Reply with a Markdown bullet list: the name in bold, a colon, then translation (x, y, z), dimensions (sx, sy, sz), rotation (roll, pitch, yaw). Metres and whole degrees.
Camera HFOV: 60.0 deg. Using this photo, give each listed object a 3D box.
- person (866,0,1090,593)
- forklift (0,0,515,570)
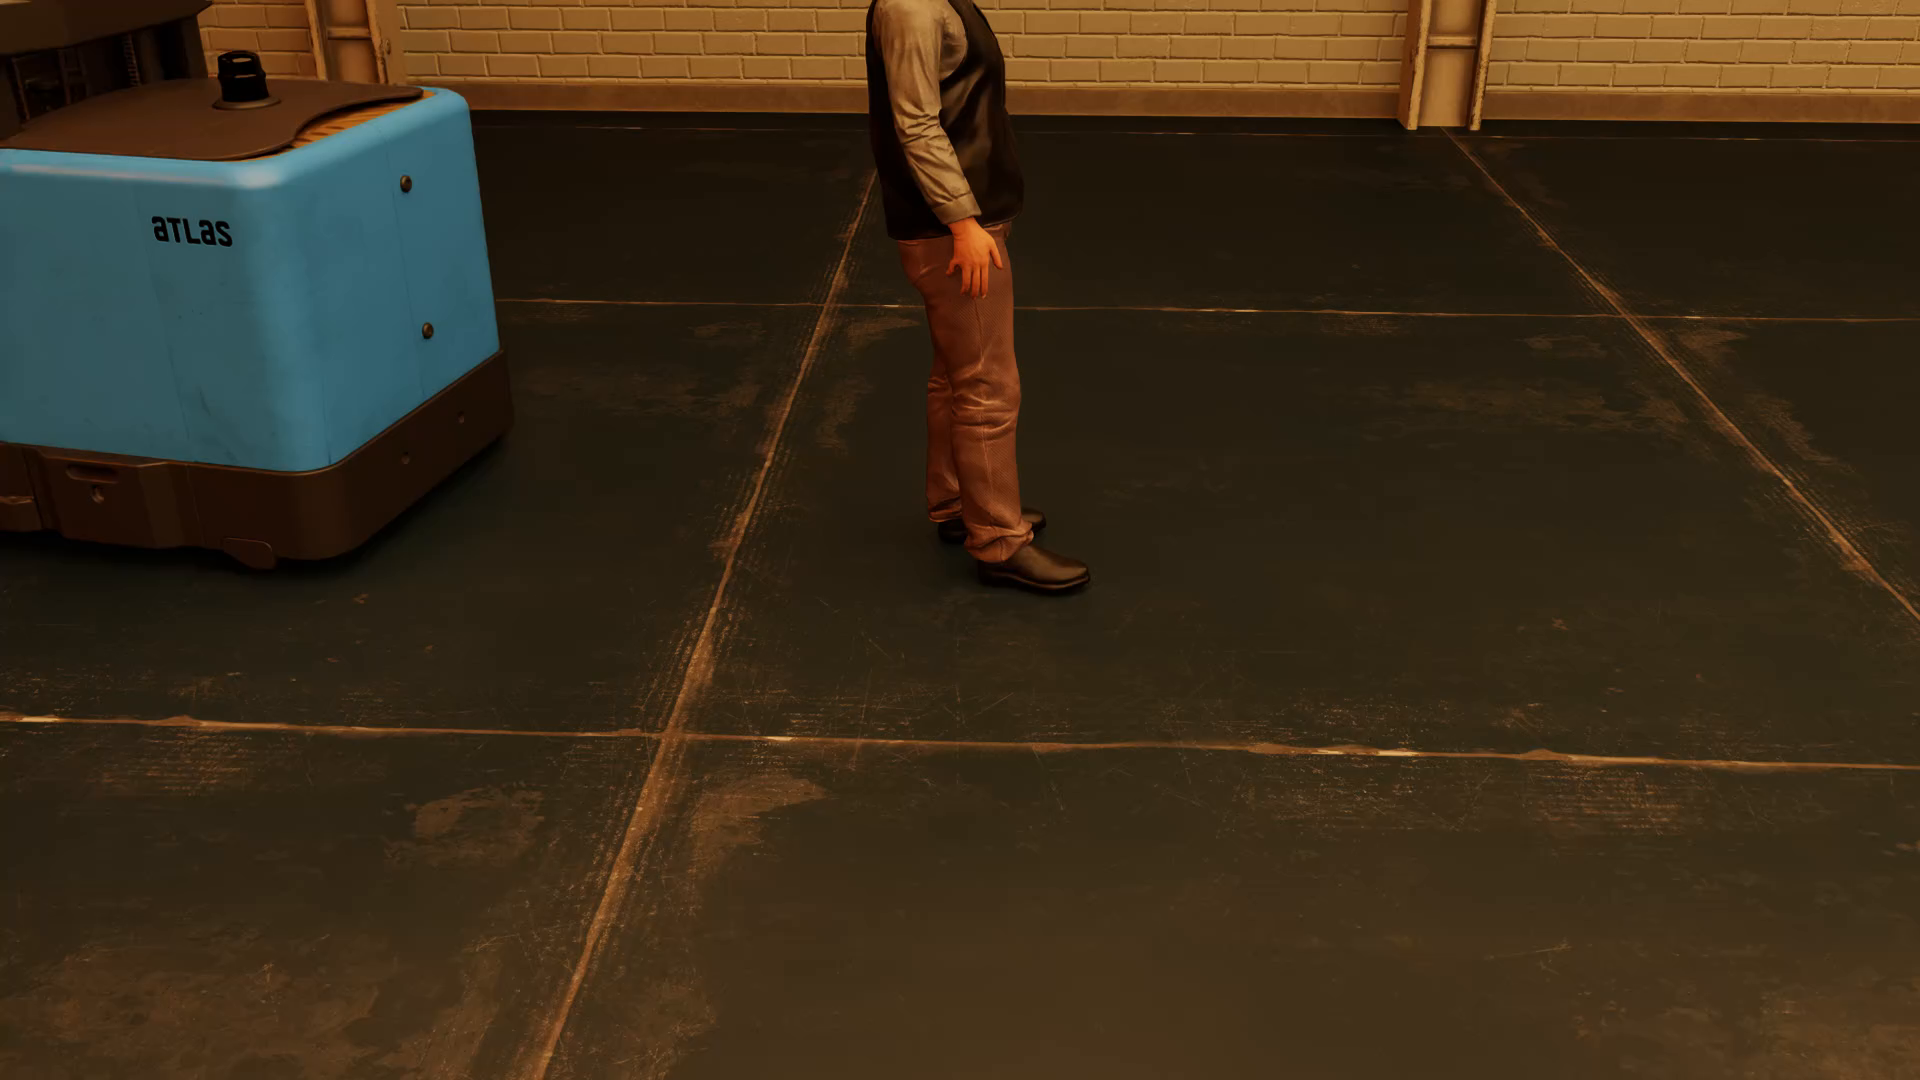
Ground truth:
- **person**: translation (0.063, -0.774, 4.128), dimensions (0.566, 1.722, 0.634), rotation (1, 26, 2)
- **forklift**: translation (-2.936, -1.571, 4.394), dimensions (3.031, 2.935, 1.130), rotation (6, 27, 12)
